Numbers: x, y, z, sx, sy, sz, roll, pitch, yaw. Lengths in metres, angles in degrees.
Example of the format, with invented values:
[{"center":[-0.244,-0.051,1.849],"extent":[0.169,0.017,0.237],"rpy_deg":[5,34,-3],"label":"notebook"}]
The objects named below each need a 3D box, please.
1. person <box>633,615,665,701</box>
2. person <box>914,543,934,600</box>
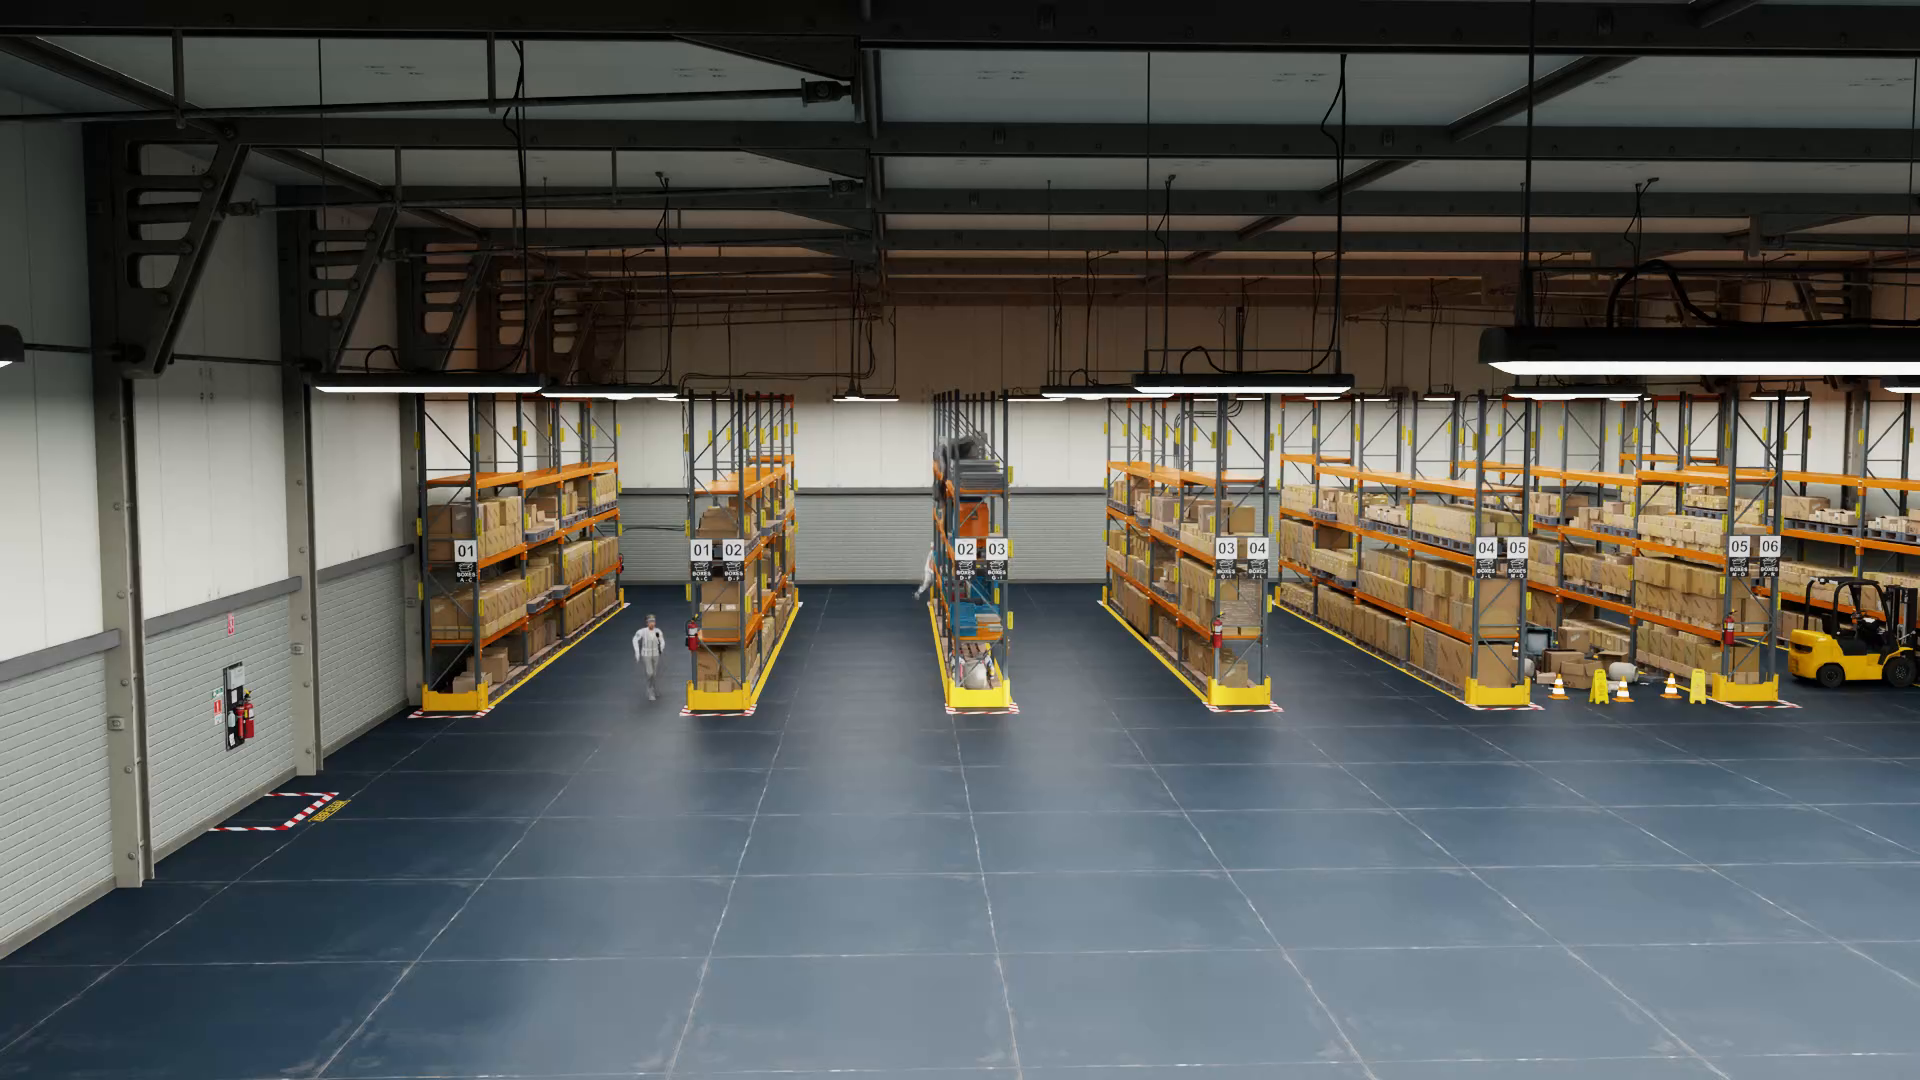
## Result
[{"center":[-6.001,2.276,32.224],"extent":[0.581,1.702,0.796],"rpy_deg":[-3,5,-29],"label":"person"},{"center":[-0.920,0.923,48.491],"extent":[0.855,1.722,0.754],"rpy_deg":[1,5,8],"label":"person"}]
